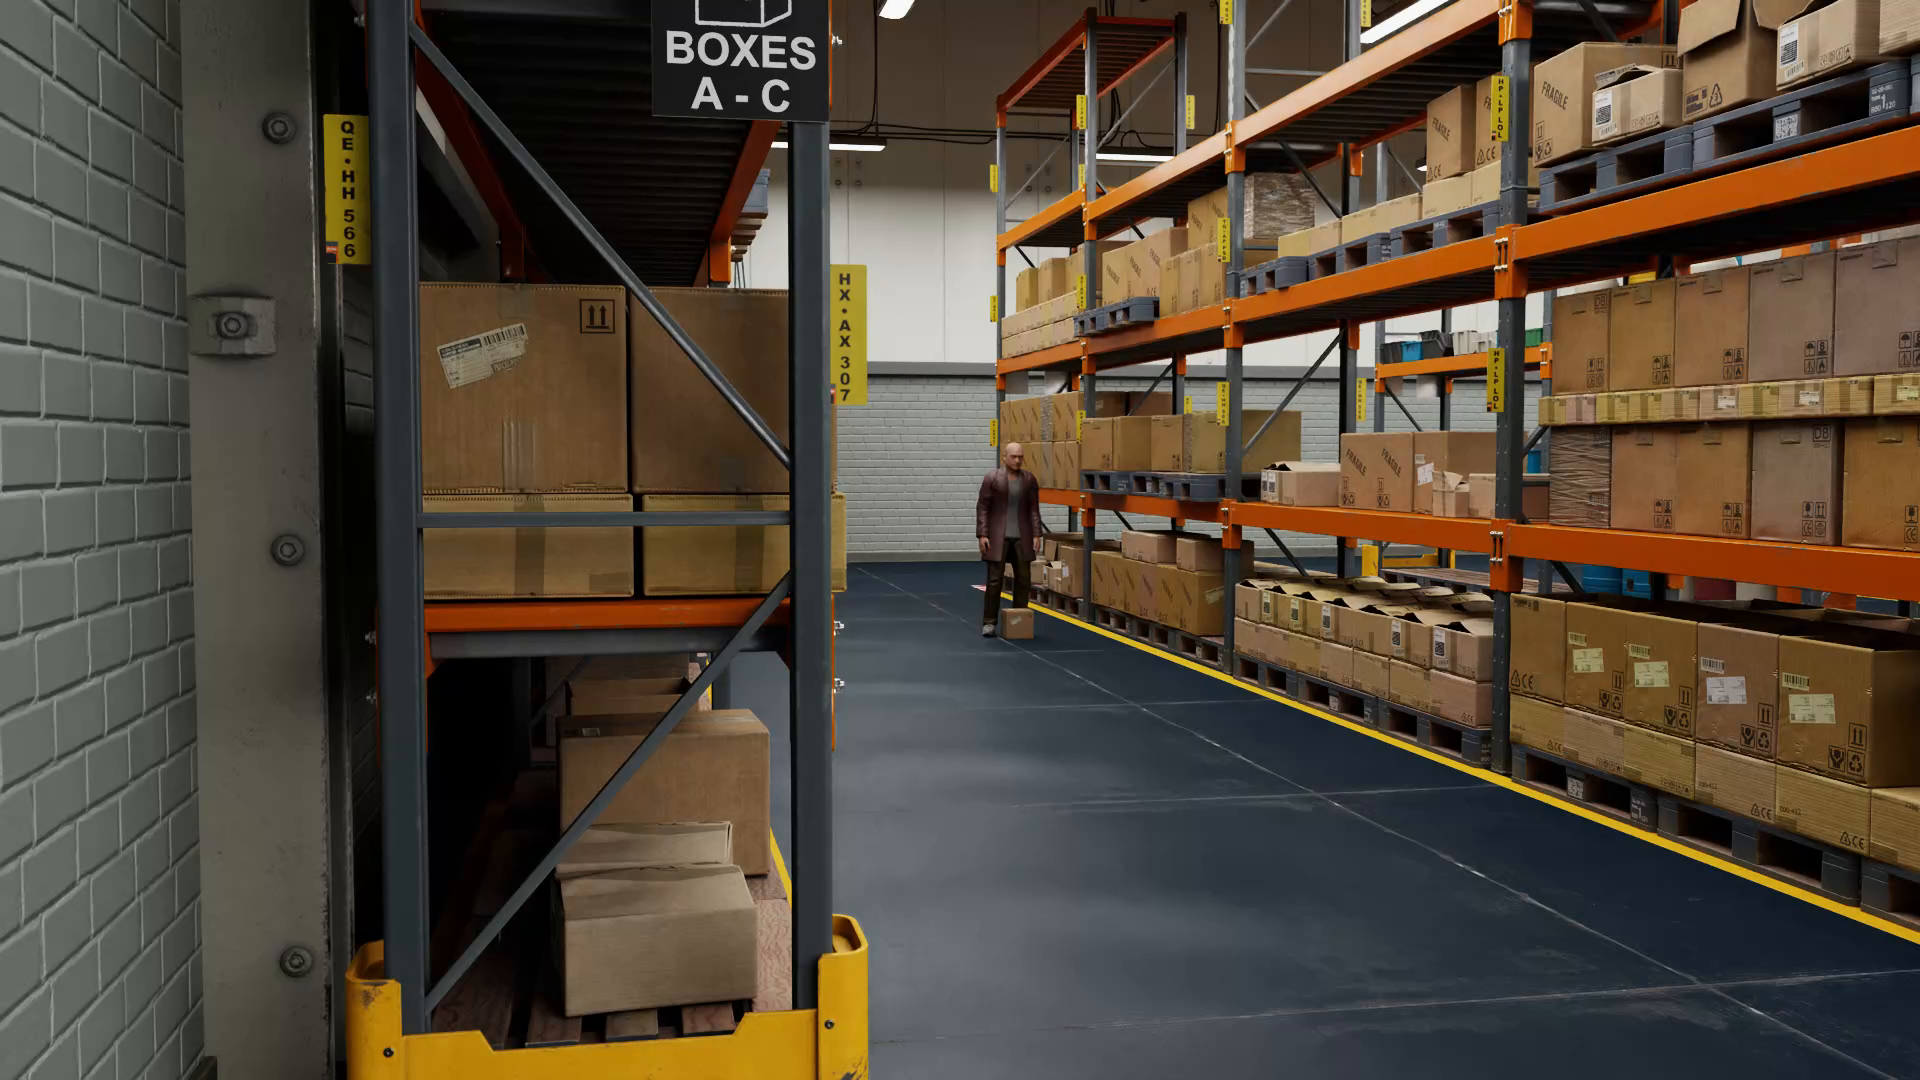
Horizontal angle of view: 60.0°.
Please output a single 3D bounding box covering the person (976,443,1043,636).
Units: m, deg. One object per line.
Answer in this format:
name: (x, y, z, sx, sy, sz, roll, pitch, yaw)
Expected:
person: (0.461, -0.011, 15.343, 0.644, 1.772, 0.433, -1, 3, -15)
